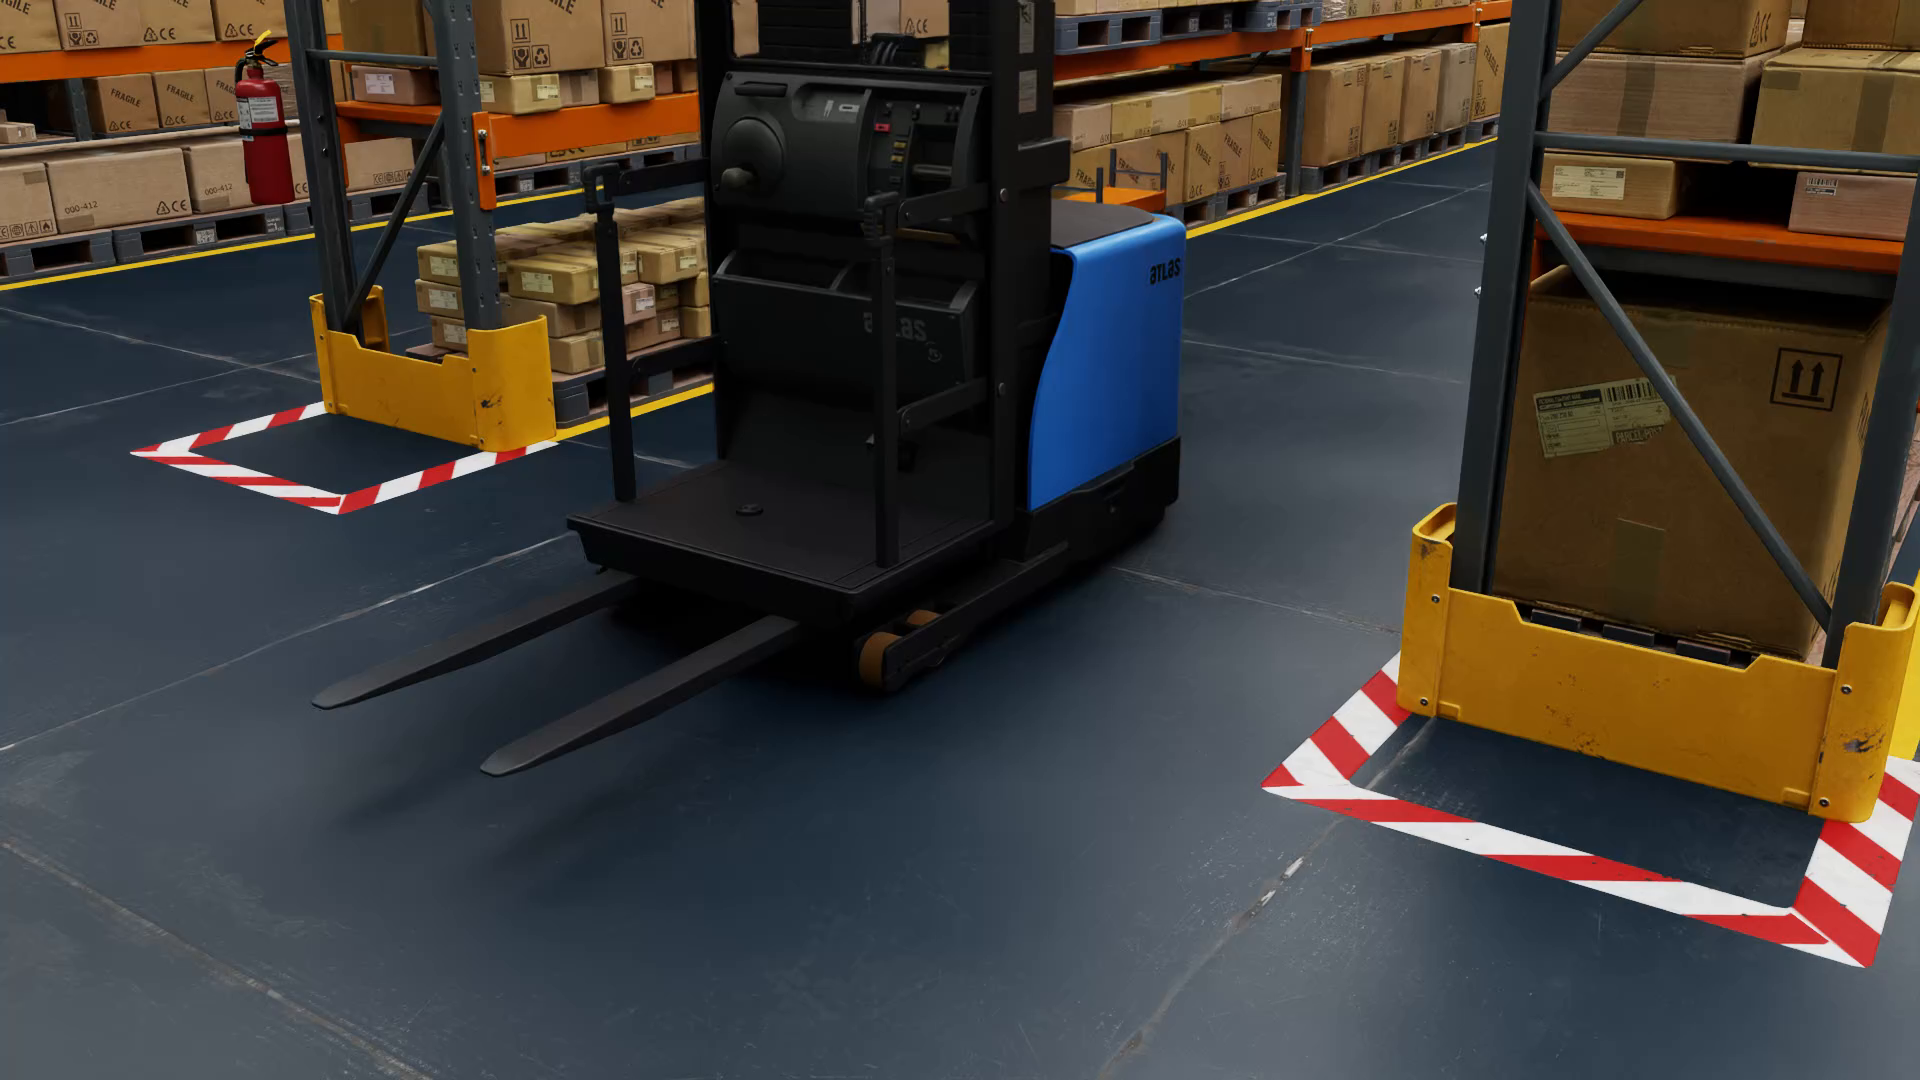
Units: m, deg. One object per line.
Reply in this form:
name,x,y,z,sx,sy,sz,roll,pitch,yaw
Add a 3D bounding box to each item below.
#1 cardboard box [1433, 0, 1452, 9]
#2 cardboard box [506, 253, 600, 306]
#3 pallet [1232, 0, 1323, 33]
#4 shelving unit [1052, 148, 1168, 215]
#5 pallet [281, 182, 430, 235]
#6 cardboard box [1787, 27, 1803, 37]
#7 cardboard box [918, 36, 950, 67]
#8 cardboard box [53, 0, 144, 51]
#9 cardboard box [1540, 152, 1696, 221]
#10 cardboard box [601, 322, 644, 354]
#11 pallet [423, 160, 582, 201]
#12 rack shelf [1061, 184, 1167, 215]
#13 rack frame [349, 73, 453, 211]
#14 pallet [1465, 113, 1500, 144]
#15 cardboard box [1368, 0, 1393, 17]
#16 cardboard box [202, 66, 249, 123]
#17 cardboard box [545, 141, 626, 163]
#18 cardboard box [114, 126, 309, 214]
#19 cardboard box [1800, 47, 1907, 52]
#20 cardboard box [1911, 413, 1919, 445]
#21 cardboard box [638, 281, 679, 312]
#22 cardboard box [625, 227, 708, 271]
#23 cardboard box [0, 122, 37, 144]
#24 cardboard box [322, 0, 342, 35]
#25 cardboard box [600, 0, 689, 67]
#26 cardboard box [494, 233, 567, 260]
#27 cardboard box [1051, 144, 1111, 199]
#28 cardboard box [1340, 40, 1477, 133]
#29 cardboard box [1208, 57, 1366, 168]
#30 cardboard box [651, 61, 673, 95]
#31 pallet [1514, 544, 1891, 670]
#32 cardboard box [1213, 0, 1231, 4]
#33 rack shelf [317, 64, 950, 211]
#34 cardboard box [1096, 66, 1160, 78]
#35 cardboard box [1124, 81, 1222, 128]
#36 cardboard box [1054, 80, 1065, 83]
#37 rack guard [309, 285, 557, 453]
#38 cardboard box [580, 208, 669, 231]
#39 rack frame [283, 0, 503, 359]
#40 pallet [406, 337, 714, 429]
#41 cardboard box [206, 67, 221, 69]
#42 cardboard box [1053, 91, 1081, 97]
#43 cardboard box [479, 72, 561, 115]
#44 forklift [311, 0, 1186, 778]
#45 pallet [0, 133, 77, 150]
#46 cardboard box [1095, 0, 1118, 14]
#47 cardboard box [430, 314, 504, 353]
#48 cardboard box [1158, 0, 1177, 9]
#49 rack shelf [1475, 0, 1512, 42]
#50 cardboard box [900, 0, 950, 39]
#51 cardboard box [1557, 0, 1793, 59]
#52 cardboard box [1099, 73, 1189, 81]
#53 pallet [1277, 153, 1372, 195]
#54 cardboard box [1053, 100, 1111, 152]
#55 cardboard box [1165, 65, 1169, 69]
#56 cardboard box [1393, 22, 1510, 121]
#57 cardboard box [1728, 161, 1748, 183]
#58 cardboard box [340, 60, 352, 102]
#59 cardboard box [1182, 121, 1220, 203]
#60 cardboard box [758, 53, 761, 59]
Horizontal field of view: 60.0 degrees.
cardboard box,4.107,-5.035,14.908,0.500,0.500,0.500,13,24,31
cardboard box,-1.707,-1.114,7.101,0.380,0.149,0.250,12,23,29
pallet,1.902,-3.872,12.184,1.213,0.211,1.003,13,24,32
shelving unit,0.539,-0.839,6.304,0.258,1.200,0.503,13,24,32
pallet,-4.677,-2.465,12.124,1.003,0.211,1.213,13,24,32
cardboard box,2.387,-1.447,5.140,0.500,0.250,0.500,12,24,30
cardboard box,-0.255,-2.634,8.923,0.380,0.149,0.250,14,25,34
cardboard box,-5.364,-3.249,10.082,0.500,0.500,0.500,13,24,32
cardboard box,1.691,-0.944,4.355,0.380,0.149,0.250,14,24,33
cardboard box,-1.644,-0.930,7.460,0.380,0.149,0.250,13,24,32
pallet,-3.813,-2.904,13.311,1.003,0.211,1.213,13,24,32
rack shelf,0.539,-1.208,6.168,0.258,0.148,0.480,13,24,32
rack frame,-4.185,-3.976,12.189,1.000,3.000,0.127,13,24,32
pallet,4.955,-4.230,16.895,1.003,0.211,1.213,13,24,32
cardboard box,3.258,-4.601,13.736,0.500,0.500,0.500,13,24,32
cardboard box,-7.258,-4.359,16.223,0.500,0.500,0.500,12,24,30
cardboard box,-3.401,-3.630,13.712,0.875,0.875,0.875,14,25,33
cardboard box,-5.129,-2.555,11.435,0.875,0.438,0.875,12,24,30
cardboard box,2.543,-1.200,4.472,0.500,0.250,0.500,13,24,31
cardboard box,3.068,-0.811,6.092,0.875,0.875,0.875,13,24,32
cardboard box,-1.511,-1.146,7.615,0.380,0.149,0.250,14,24,33
cardboard box,-1.333,-1.352,7.742,0.380,0.149,0.250,12,23,29
cardboard box,-8.362,-3.585,14.638,0.380,0.149,0.250,12,24,30
cardboard box,-4.519,-3.691,11.275,0.500,0.500,0.500,13,24,31
cardboard box,-1.522,-2.311,7.117,0.500,0.500,0.500,13,24,32
cardboard box,-2.006,-1.293,7.582,0.380,0.149,0.250,14,24,33
cardboard box,0.601,-2.224,10.452,0.500,0.500,0.500,14,25,34
cardboard box,4.189,-4.281,15.651,1.050,0.750,0.750,13,24,32
cardboard box,2.631,-3.486,13.502,1.050,0.750,0.750,13,24,31
cardboard box,-1.493,-2.052,7.350,0.380,0.149,0.250,15,25,34
pallet,2.148,0.168,5.007,1.003,0.211,1.213,13,24,32
cardboard box,1.592,-3.668,11.114,0.380,0.149,0.250,14,25,33
rack shelf,-1.158,-2.128,8.231,1.077,0.370,4.000,13,24,32
cardboard box,1.802,-5.115,17.781,0.500,0.500,0.500,13,24,32
cardboard box,1.473,-3.026,11.539,0.500,0.250,0.500,14,24,33
cardboard box,0.868,-5.295,19.114,0.500,0.250,0.500,12,23,29
rack guard,-2.240,-0.741,7.047,1.175,0.500,0.348,13,24,32
cardboard box,-1.662,-1.542,8.255,0.380,0.149,0.250,14,25,34
rack frame,-2.282,-1.891,6.555,1.000,3.000,0.127,13,24,32
pallet,-1.754,-0.832,7.709,1.003,0.211,1.213,13,24,32
cardboard box,-7.329,-4.638,16.044,0.380,0.149,0.250,13,24,32
cardboard box,0.476,-2.823,10.991,0.500,0.250,0.500,15,25,34
cardboard box,-1.829,-1.803,6.677,0.380,0.149,0.250,13,24,31
forklift,-0.459,-1.140,4.621,1.130,2.935,3.031,13,24,32
pallet,-8.679,-3.438,14.755,1.003,0.211,1.213,13,24,32
cardboard box,0.719,-3.222,9.909,0.380,0.149,0.250,14,24,33
cardboard box,-2.159,-0.943,7.495,0.380,0.149,0.250,14,24,33
cardboard box,1.147,-3.438,10.493,0.380,0.149,0.250,12,23,29
rack shelf,5.587,-5.571,17.539,1.077,0.370,4.000,13,24,32
cardboard box,-0.365,-2.883,8.662,0.500,0.500,0.500,13,24,30
cardboard box,1.819,-1.507,4.222,0.500,0.500,0.500,14,24,32
cardboard box,1.342,-3.267,12.190,0.500,0.250,0.500,13,24,31
pallet,2.720,-3.091,13.816,1.003,0.211,1.213,13,24,32
cardboard box,0.600,-2.576,10.322,0.500,0.250,0.500,12,23,29
cardboard box,2.316,-6.035,21.114,0.500,0.250,0.500,13,24,32
cardboard box,4.875,-4.702,16.610,0.875,0.875,0.875,14,24,33
cardboard box,2.119,-1.162,4.945,0.380,0.149,0.250,14,24,33
cardboard box,-6.393,-4.810,17.442,0.500,0.500,0.500,13,24,31
cardboard box,1.482,-2.668,11.653,0.500,0.500,0.500,12,23,29
cardboard box,-0.995,-2.260,7.914,0.380,0.149,0.250,14,25,34
